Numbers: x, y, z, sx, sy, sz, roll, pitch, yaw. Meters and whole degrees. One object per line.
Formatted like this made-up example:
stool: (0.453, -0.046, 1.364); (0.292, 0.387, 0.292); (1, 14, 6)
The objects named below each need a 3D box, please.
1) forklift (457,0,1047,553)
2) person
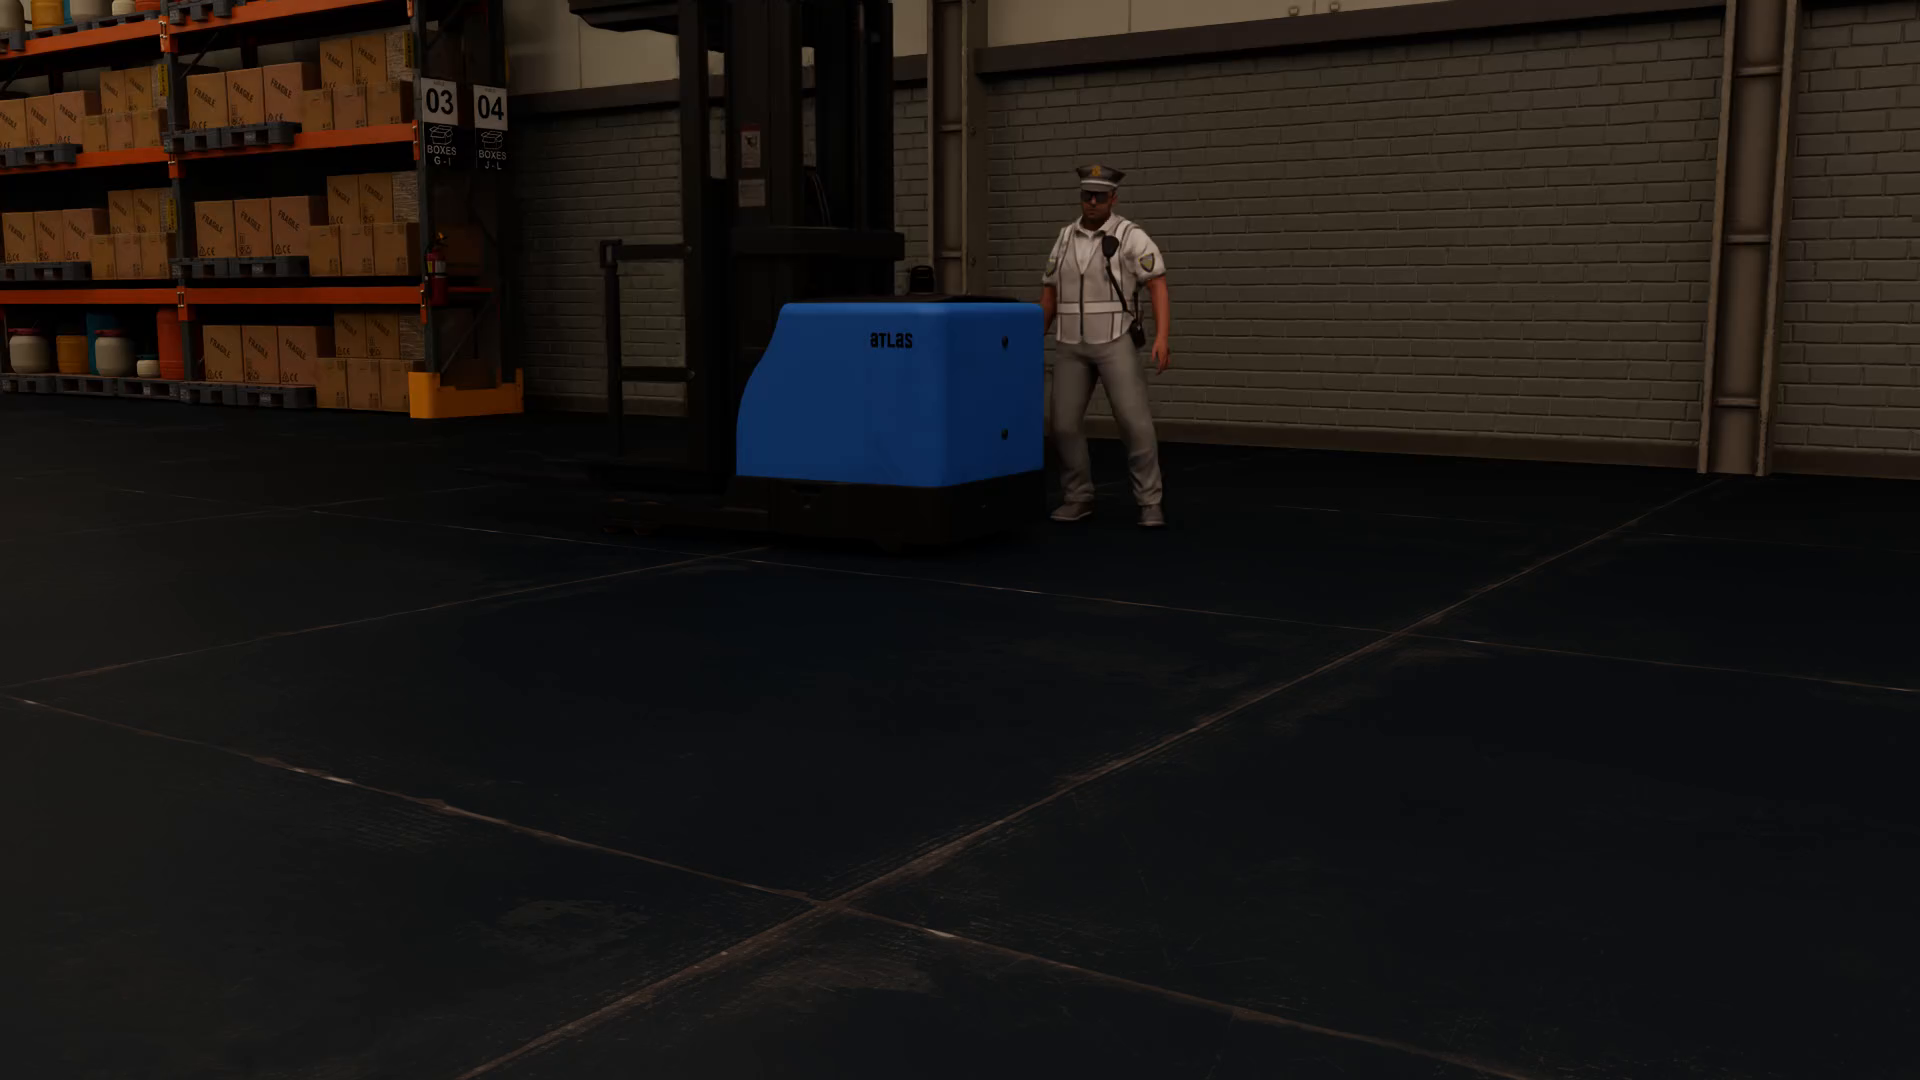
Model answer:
forklift: (-1.127, -1.526, 7.925); (3.031, 2.935, 1.130); (5, 9, 30)
person: (0.688, -0.948, 8.140); (0.773, 1.726, 0.381); (4, 9, 28)
